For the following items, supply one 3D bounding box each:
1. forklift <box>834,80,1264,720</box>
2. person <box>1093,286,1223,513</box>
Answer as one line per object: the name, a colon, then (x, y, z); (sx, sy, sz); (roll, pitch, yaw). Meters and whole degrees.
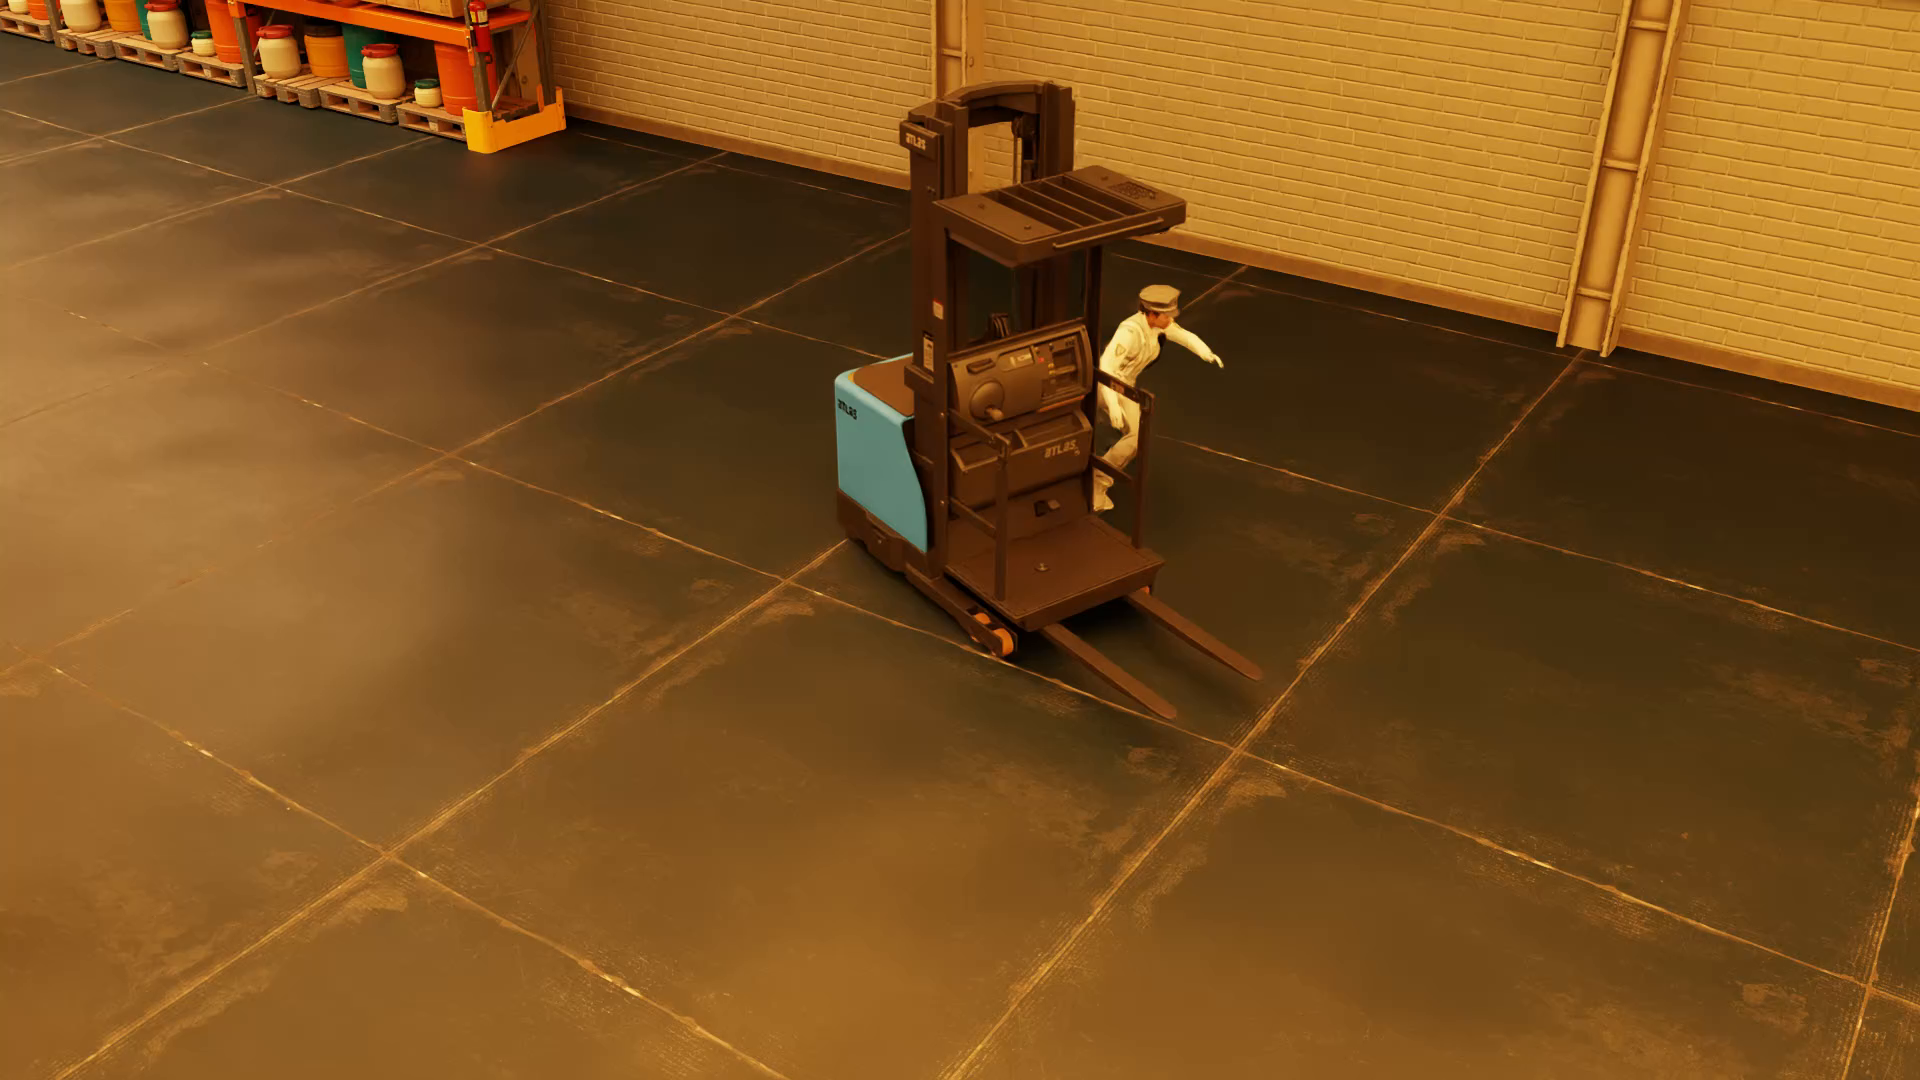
forklift: (0.475, -0.880, 9.097); (1.130, 2.935, 3.031); (-19, 35, -30)
person: (1.168, -0.891, 10.619); (0.858, 1.428, 0.991); (16, 34, 25)
